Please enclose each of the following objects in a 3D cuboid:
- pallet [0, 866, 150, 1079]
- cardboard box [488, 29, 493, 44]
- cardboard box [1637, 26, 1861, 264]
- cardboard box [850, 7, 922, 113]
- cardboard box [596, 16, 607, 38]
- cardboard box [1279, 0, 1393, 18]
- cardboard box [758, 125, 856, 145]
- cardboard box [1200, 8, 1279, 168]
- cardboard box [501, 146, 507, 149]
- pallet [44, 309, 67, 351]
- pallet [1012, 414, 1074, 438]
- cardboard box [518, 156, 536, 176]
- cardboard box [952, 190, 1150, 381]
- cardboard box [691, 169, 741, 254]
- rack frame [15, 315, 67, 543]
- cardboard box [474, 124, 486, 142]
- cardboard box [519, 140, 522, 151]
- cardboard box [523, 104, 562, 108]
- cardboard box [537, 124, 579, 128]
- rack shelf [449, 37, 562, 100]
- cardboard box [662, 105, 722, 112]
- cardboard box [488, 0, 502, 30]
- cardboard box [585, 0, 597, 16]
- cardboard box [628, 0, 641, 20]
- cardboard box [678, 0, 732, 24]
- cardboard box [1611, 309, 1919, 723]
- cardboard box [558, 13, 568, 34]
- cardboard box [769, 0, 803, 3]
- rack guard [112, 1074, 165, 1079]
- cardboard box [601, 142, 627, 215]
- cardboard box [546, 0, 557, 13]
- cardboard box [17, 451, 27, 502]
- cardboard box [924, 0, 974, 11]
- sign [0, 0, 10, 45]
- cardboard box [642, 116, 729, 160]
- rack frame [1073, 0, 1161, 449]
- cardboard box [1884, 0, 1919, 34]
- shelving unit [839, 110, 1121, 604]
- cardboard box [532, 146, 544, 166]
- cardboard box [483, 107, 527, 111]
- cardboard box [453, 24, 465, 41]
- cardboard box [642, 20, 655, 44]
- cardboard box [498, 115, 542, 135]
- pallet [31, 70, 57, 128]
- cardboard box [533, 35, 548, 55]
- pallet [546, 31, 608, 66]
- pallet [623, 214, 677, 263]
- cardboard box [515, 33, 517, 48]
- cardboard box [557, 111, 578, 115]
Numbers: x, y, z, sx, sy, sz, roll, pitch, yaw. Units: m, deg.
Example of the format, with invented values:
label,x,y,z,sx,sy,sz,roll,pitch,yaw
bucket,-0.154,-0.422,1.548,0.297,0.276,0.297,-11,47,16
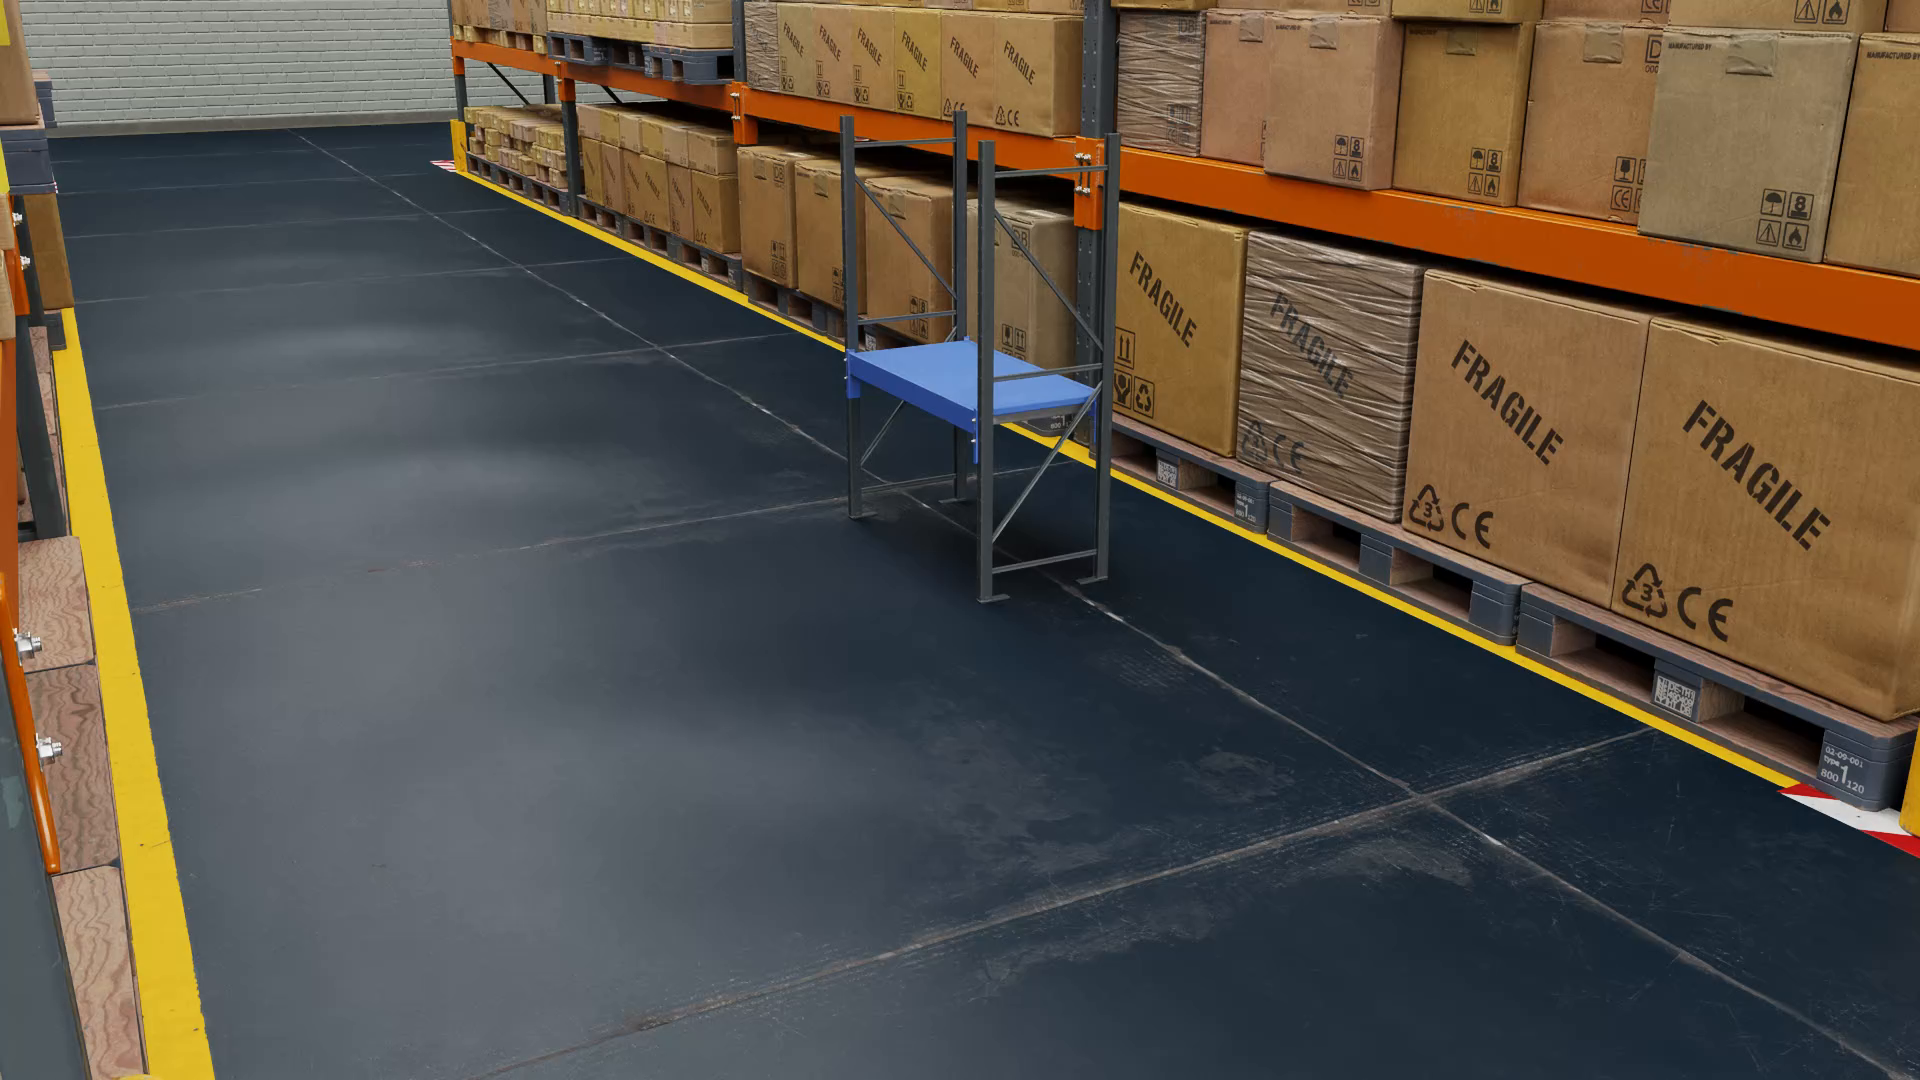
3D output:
label,x,y,z,sx,sy,sz,roll,pitch,yaw
pallet,-1.933,1.031,2.819,1.003,0.211,1.213,-10,21,-27
cardboard box,-4.273,-4.809,15.855,0.380,0.149,0.250,-10,22,-27
cardboard box,2.375,-1.090,4.463,0.875,0.550,0.550,-10,21,-27
cardboard box,-0.235,-2.505,8.639,0.500,0.500,0.500,-10,22,-27
cardboard box,-2.420,-3.732,12.089,0.380,0.149,0.250,-10,22,-28
cardboard box,1.615,-2.068,5.640,0.875,0.550,0.550,-10,21,-27
cardboard box,-1.042,-2.669,11.306,0.500,0.250,0.500,-11,22,-29
cardboard box,1.438,-1.726,6.305,0.875,0.550,0.550,-10,21,-27
cardboard box,-4.209,-3.728,16.063,0.380,0.149,0.250,-10,21,-27
pallet,-5.649,-1.243,9.409,1.003,0.211,1.213,-10,21,-27
pallet,0.539,-0.805,8.142,1.003,0.211,1.213,-10,21,-27
cardboard box,-3.805,-3.418,15.165,0.380,0.149,0.250,-10,21,-27
cardboard box,0.598,-1.213,7.853,1.050,0.750,0.750,-10,21,-27
cardboard box,-1.470,-2.227,11.176,0.500,0.500,0.500,-10,21,-27
rack frame,-3.441,-1.174,4.936,1.000,3.000,0.127,-10,21,-27
cardboard box,-4.623,-4.072,16.606,0.380,0.149,0.250,-10,21,-27
cardboard box,-3.909,-3.713,15.565,0.380,0.149,0.250,-9,21,-24
cardboard box,-4.252,-4.378,17.035,0.380,0.149,0.250,-10,21,-26
cardboard box,-3.561,-3.628,14.862,0.380,0.149,0.250,-9,21,-25
rack shelf,-3.777,-4.444,15.515,1.077,0.370,4.000,-10,21,-27
cardboard box,-2.019,-3.257,13.011,0.500,0.250,0.500,-9,21,-24
cardboard box,-4.011,-4.937,15.231,0.500,0.500,0.500,-11,22,-28
cardboard box,-2.543,-3.947,12.255,0.380,0.149,0.250,-9,21,-24
cardboard box,-2.053,-3.649,11.393,0.380,0.149,0.250,-10,21,-27
cardboard box,-1.563,-3.354,10.537,0.380,0.149,0.250,-9,21,-26
cardboard box,2.491,-0.144,4.564,0.875,0.875,0.875,-10,21,-26
cardboard box,-2.908,-4.027,12.944,0.380,0.149,0.250,-10,21,-26
cardboard box,-0.723,-3.451,9.849,0.700,0.500,0.500,-10,21,-27
rack guard,-1.578,1.134,2.080,1.175,0.500,0.348,-10,21,-27
cardboard box,-2.457,-2.822,12.900,0.500,0.500,0.500,-9,21,-24
cardboard box,-3.045,-4.246,13.124,0.380,0.149,0.250,-10,21,-26
cardboard box,-3.714,-0.380,5.793,0.700,0.500,0.500,-12,22,-31
cardboard box,0.245,-2.868,8.157,0.700,0.500,0.500,-10,21,-26
sign,-2.968,-1.670,5.045,0.100,0.325,0.005,-10,21,-27
cardboard box,-1.960,-2.881,11.920,0.500,0.250,0.500,-9,21,-25
rack frame,0.972,-1.914,7.079,1.000,3.000,0.127,-10,21,-27
cardboard box,2.729,-1.459,3.877,0.875,0.550,0.550,-10,21,-27
shelving unit,0.041,-0.684,5.816,0.538,1.500,1.048,-10,21,-27
cardboard box,-3.539,-3.393,14.636,0.380,0.149,0.250,-11,22,-29
cardboard box,-4.540,-4.227,16.598,0.380,0.149,0.250,-10,21,-26
cardboard box,-4.861,-5.096,16.686,0.380,0.149,0.250,-10,21,-27
cardboard box,-1.921,-3.430,11.213,0.380,0.149,0.250,-10,22,-27
cardboard box,-4.135,-3.913,15.687,0.380,0.149,0.250,-10,21,-26
pallet,-4.909,-2.044,7.750,1.213,0.211,1.003,-10,21,-27
cardboard box,-3.387,-4.194,14.073,0.380,0.149,0.250,-11,22,-28
pallet,-2.592,-3.878,13.064,1.003,0.211,1.213,-10,21,-27
pallet,-1.873,-2.318,12.526,1.003,0.211,1.213,-10,21,-27
cardboard box,-3.791,-4.513,14.996,0.380,0.149,0.250,-10,22,-27
cardboard box,-3.705,-4.090,16.199,0.380,0.149,0.250,-9,21,-25
